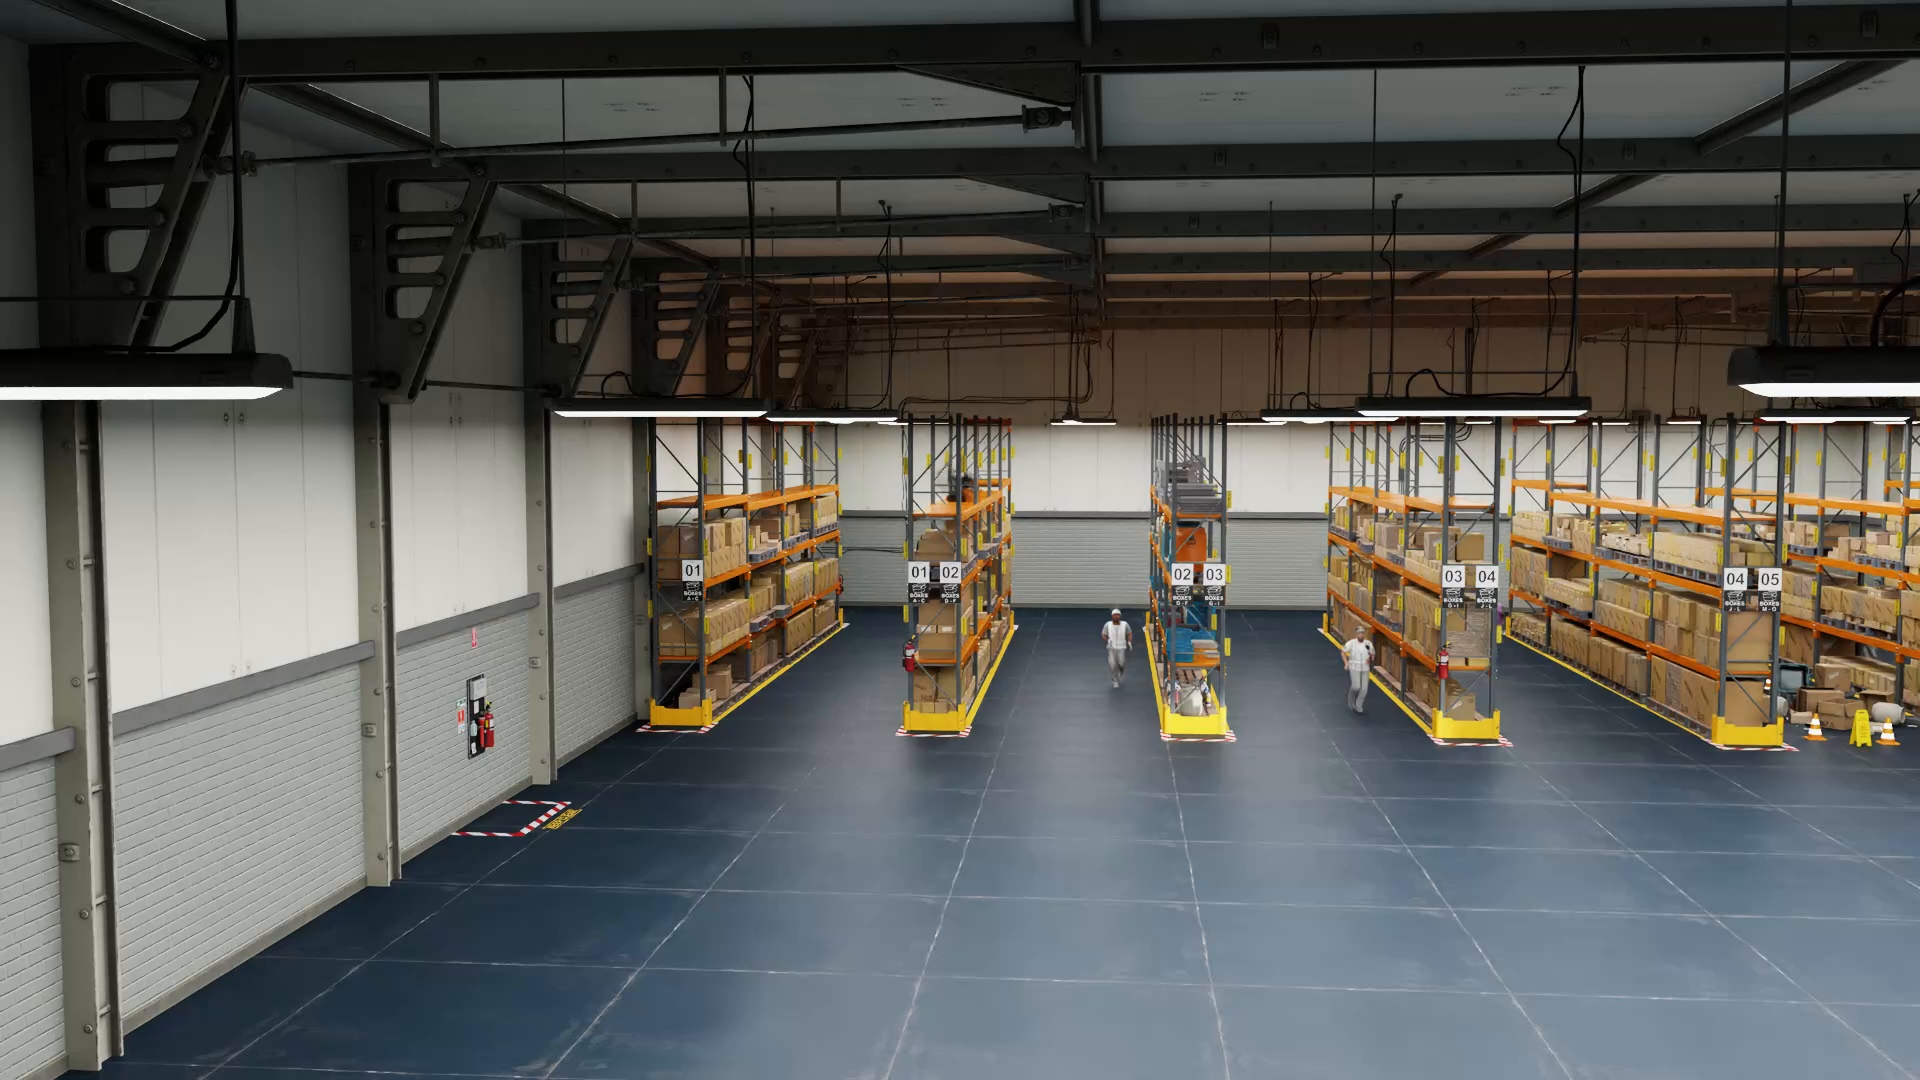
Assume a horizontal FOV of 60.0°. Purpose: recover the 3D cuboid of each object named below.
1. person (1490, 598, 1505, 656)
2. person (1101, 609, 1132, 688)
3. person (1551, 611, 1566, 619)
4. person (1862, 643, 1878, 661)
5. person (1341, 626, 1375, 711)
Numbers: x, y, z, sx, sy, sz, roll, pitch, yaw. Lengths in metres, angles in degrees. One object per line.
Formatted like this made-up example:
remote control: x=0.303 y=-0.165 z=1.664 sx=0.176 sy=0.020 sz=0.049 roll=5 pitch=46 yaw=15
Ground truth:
person: x=13.426 y=2.140 z=41.722 sx=0.532 sy=1.550 sz=0.559 roll=0 pitch=4 yaw=1
person: x=3.437 y=2.380 z=36.439 sx=0.682 sy=1.729 sz=0.592 roll=0 pitch=4 yaw=5
person: x=17.004 y=1.700 z=47.427 sx=0.878 sy=1.706 sz=0.599 roll=-1 pitch=4 yaw=-14
person: x=21.815 y=2.200 z=39.975 sx=0.569 sy=1.654 sz=0.561 roll=0 pitch=4 yaw=2
person: x=8.043 y=2.595 z=33.439 sx=0.651 sy=1.740 sz=0.602 roll=0 pitch=4 yaw=-1
